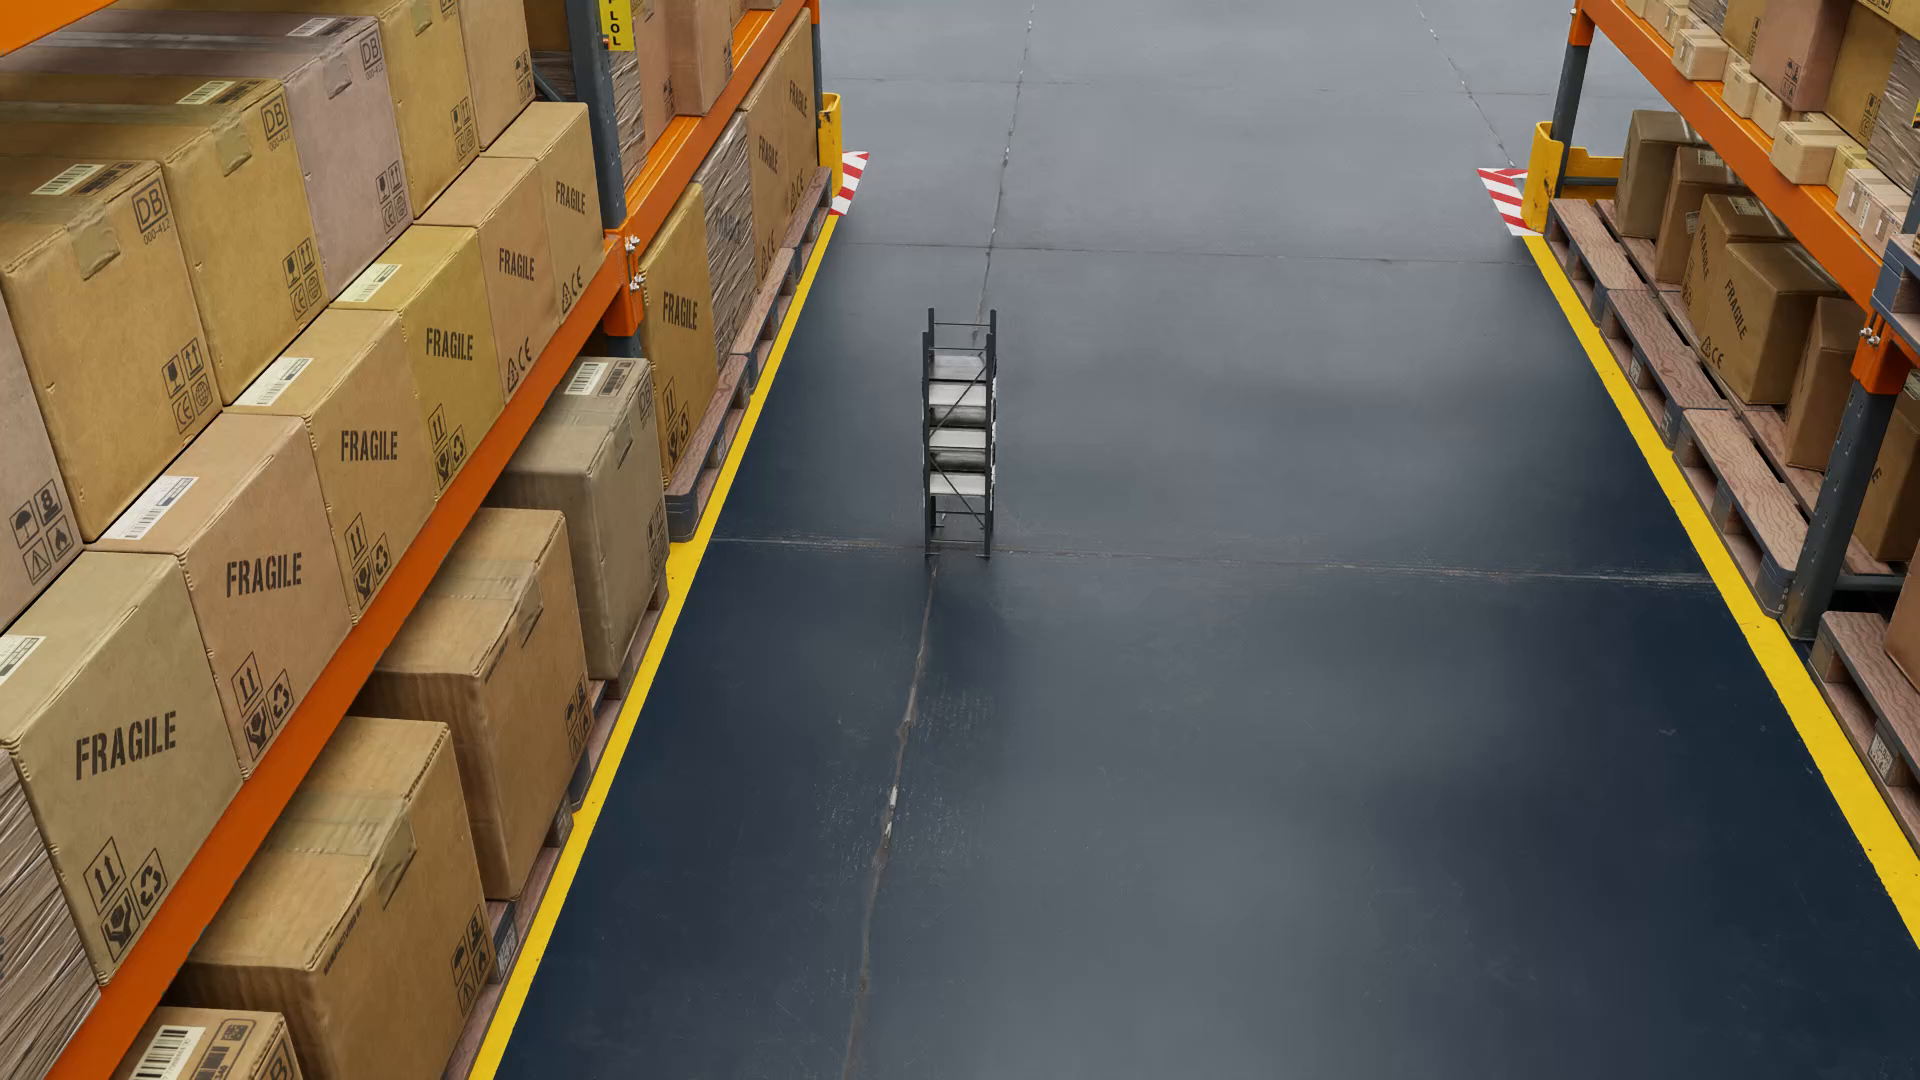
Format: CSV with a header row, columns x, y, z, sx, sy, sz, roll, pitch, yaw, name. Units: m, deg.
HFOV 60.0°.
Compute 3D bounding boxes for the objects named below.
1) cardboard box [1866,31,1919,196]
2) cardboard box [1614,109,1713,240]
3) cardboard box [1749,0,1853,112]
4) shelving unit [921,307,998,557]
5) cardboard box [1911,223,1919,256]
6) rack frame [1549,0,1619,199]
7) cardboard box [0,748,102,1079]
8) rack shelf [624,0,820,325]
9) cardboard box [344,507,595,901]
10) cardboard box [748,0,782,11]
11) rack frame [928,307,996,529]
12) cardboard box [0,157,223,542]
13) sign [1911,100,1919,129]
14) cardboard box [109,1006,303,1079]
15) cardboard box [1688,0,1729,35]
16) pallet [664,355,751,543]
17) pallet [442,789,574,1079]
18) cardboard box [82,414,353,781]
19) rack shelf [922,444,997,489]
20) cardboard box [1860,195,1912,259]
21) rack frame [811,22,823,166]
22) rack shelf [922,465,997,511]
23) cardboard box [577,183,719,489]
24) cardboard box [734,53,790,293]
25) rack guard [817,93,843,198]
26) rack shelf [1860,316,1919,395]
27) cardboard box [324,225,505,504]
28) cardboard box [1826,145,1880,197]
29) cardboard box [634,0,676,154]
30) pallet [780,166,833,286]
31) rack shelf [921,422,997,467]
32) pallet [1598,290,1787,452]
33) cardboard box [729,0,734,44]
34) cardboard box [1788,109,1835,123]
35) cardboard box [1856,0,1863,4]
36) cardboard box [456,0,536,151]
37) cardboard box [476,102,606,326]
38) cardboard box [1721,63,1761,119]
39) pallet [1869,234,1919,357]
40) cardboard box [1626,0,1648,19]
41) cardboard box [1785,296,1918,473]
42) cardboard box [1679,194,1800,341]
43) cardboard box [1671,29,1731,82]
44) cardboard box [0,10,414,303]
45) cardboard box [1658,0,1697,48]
x,y,z,sx,sy,sz,roll,pitch,yaw,name
3.440,-1.341,5.189,0.875,0.500,0.500,2,32,4,cardboard box
3.600,-1.820,8.326,0.500,0.500,0.500,8,33,13,cardboard box
3.456,-1.867,6.042,0.875,0.500,0.500,2,32,4,cardboard box
-0.001,-0.379,6.007,0.258,0.900,0.210,2,32,4,shelving unit
3.138,-0.964,3.983,1.000,1.000,1.000,3,32,4,cardboard box
3.668,-3.031,8.309,1.000,3.000,0.127,2,32,4,rack frame
-1.613,0.622,2.287,0.500,0.500,0.500,3,32,5,cardboard box
-1.431,-1.944,7.231,1.077,0.370,4.000,2,32,4,rack shelf
-1.637,0.408,4.474,1.050,0.750,0.750,2,32,4,cardboard box
-1.276,-2.875,7.913,0.875,0.550,0.550,2,32,4,cardboard box
0.008,-0.432,6.093,0.240,0.900,0.006,2,32,4,rack frame
-1.793,-0.348,2.907,0.700,0.500,0.500,2,32,3,cardboard box
2.800,-1.327,4.719,0.100,0.325,0.005,2,32,4,sign
-1.780,1.352,2.941,1.050,0.750,0.750,2,32,3,cardboard box
3.591,-2.388,6.886,0.875,0.500,0.500,2,32,4,cardboard box
-1.454,-0.411,6.716,1.003,0.211,1.213,2,32,4,pallet
-1.678,1.029,4.378,1.003,0.211,1.213,2,32,4,pallet
-1.533,0.092,3.146,0.500,0.500,0.500,2,32,4,cardboard box
-0.001,-0.274,6.072,0.258,0.077,0.200,2,32,4,rack shelf
3.066,-0.957,5.184,0.380,0.149,0.250,2,32,4,cardboard box
-1.268,-3.296,8.739,1.000,3.000,0.127,2,32,4,rack frame
-0.001,-0.197,6.119,0.258,0.077,0.200,2,32,4,rack shelf
-1.472,-0.804,6.321,0.875,0.875,0.875,3,32,5,cardboard box
-1.327,-1.752,7.859,0.875,0.875,0.875,2,32,3,cardboard box
-1.266,-2.244,9.415,1.175,0.500,0.348,2,32,4,rack guard
3.179,0.413,3.407,1.077,0.370,4.000,2,32,4,rack shelf
-1.452,-0.434,4.000,0.500,0.500,0.500,3,32,5,cardboard box
3.176,-1.216,5.603,0.380,0.149,0.250,2,32,4,cardboard box
-1.553,-1.750,6.088,0.875,0.550,0.550,2,32,4,cardboard box
-1.255,-1.687,8.787,1.003,0.211,1.213,2,32,4,pallet
-0.001,-0.350,6.025,0.258,0.077,0.200,2,32,4,rack shelf
3.458,-0.745,7.257,1.003,0.211,1.213,2,32,4,pallet
-1.448,-2.309,6.994,0.875,0.550,0.500,2,32,4,cardboard box
3.238,-1.476,6.026,0.380,0.149,0.250,2,32,4,cardboard box
3.144,-2.043,5.374,0.500,0.500,0.500,2,32,4,cardboard box
-1.628,-1.412,4.635,0.700,0.500,0.500,2,32,3,cardboard box
-1.369,-0.962,4.857,0.500,0.500,0.500,2,32,4,cardboard box
3.203,-1.741,6.456,0.380,0.149,0.250,2,32,4,cardboard box
3.135,-0.464,4.327,1.003,0.211,1.213,2,32,4,pallet
3.332,-2.525,7.728,0.380,0.149,0.250,2,32,4,cardboard box
3.453,-0.561,6.284,0.500,0.500,0.500,13,34,19,cardboard box
3.516,-1.179,7.287,0.500,0.500,0.500,5,32,9,cardboard box
3.188,-2.005,6.884,0.380,0.149,0.250,2,32,4,cardboard box
-1.709,-0.879,3.769,0.700,0.500,0.500,3,32,4,cardboard box
3.305,-2.263,7.303,0.380,0.149,0.250,2,32,4,cardboard box
